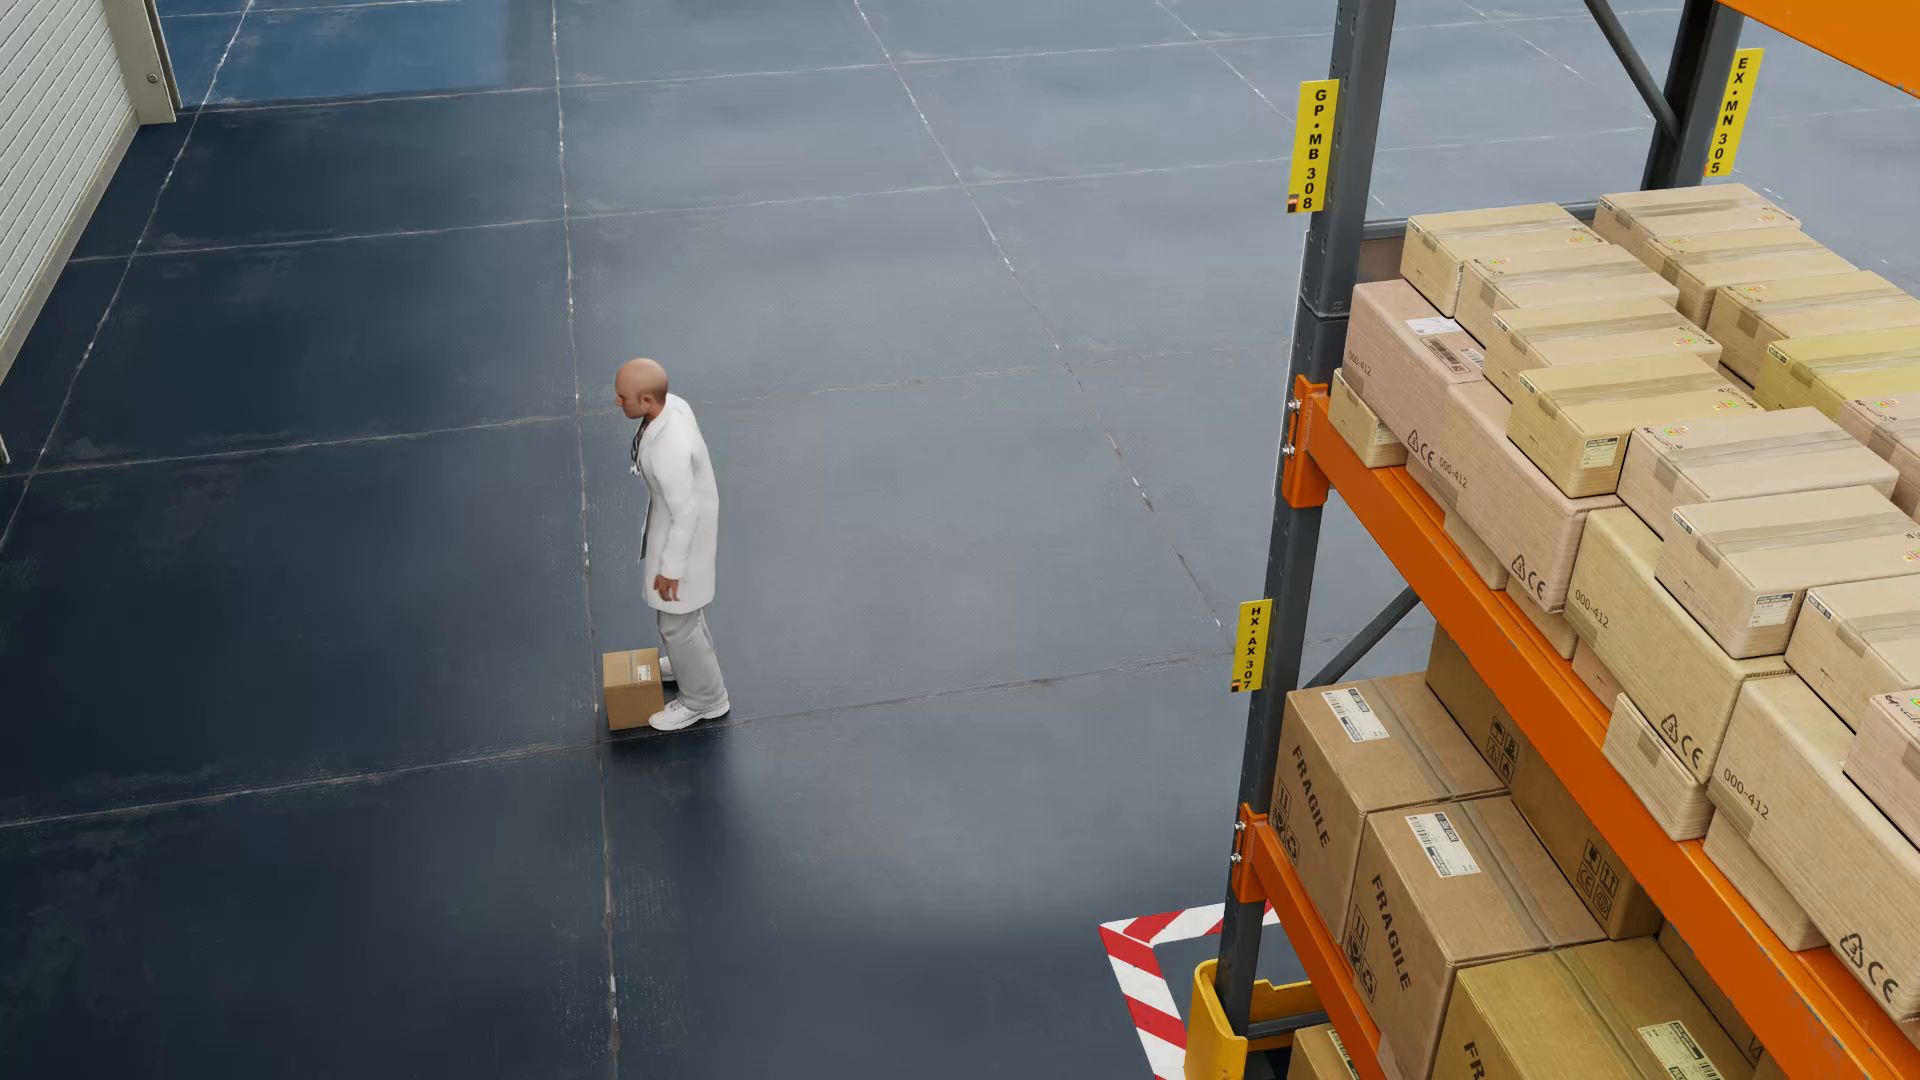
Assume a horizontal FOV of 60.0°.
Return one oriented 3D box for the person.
[{"bbox_3d":[-1.236,0.004,7.150,0.422,1.775,0.642,-7,35,-10],"label":"person"}]
